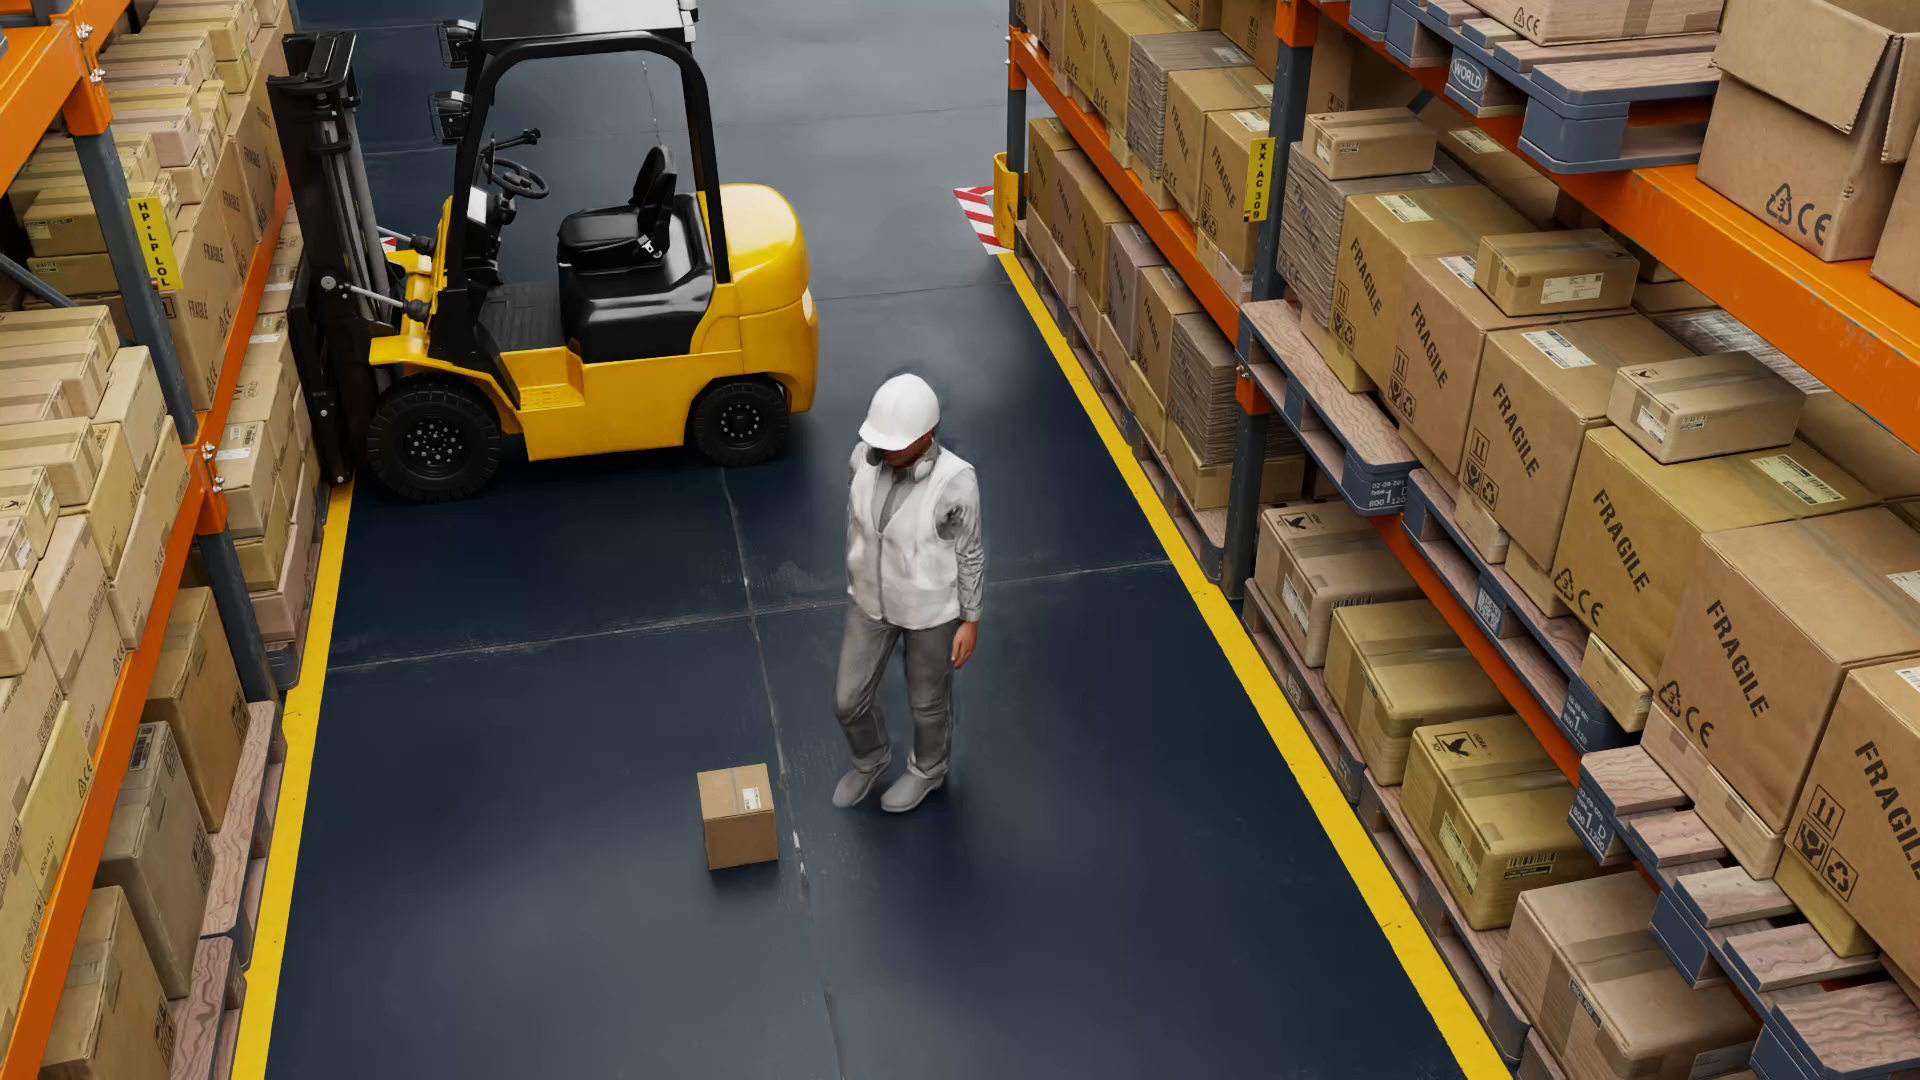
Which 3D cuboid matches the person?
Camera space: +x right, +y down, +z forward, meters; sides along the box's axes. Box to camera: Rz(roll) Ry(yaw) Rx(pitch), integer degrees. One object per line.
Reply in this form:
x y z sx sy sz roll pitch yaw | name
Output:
-0.193 0.252 5.765 0.563 1.811 0.454 17 38 23 | person
